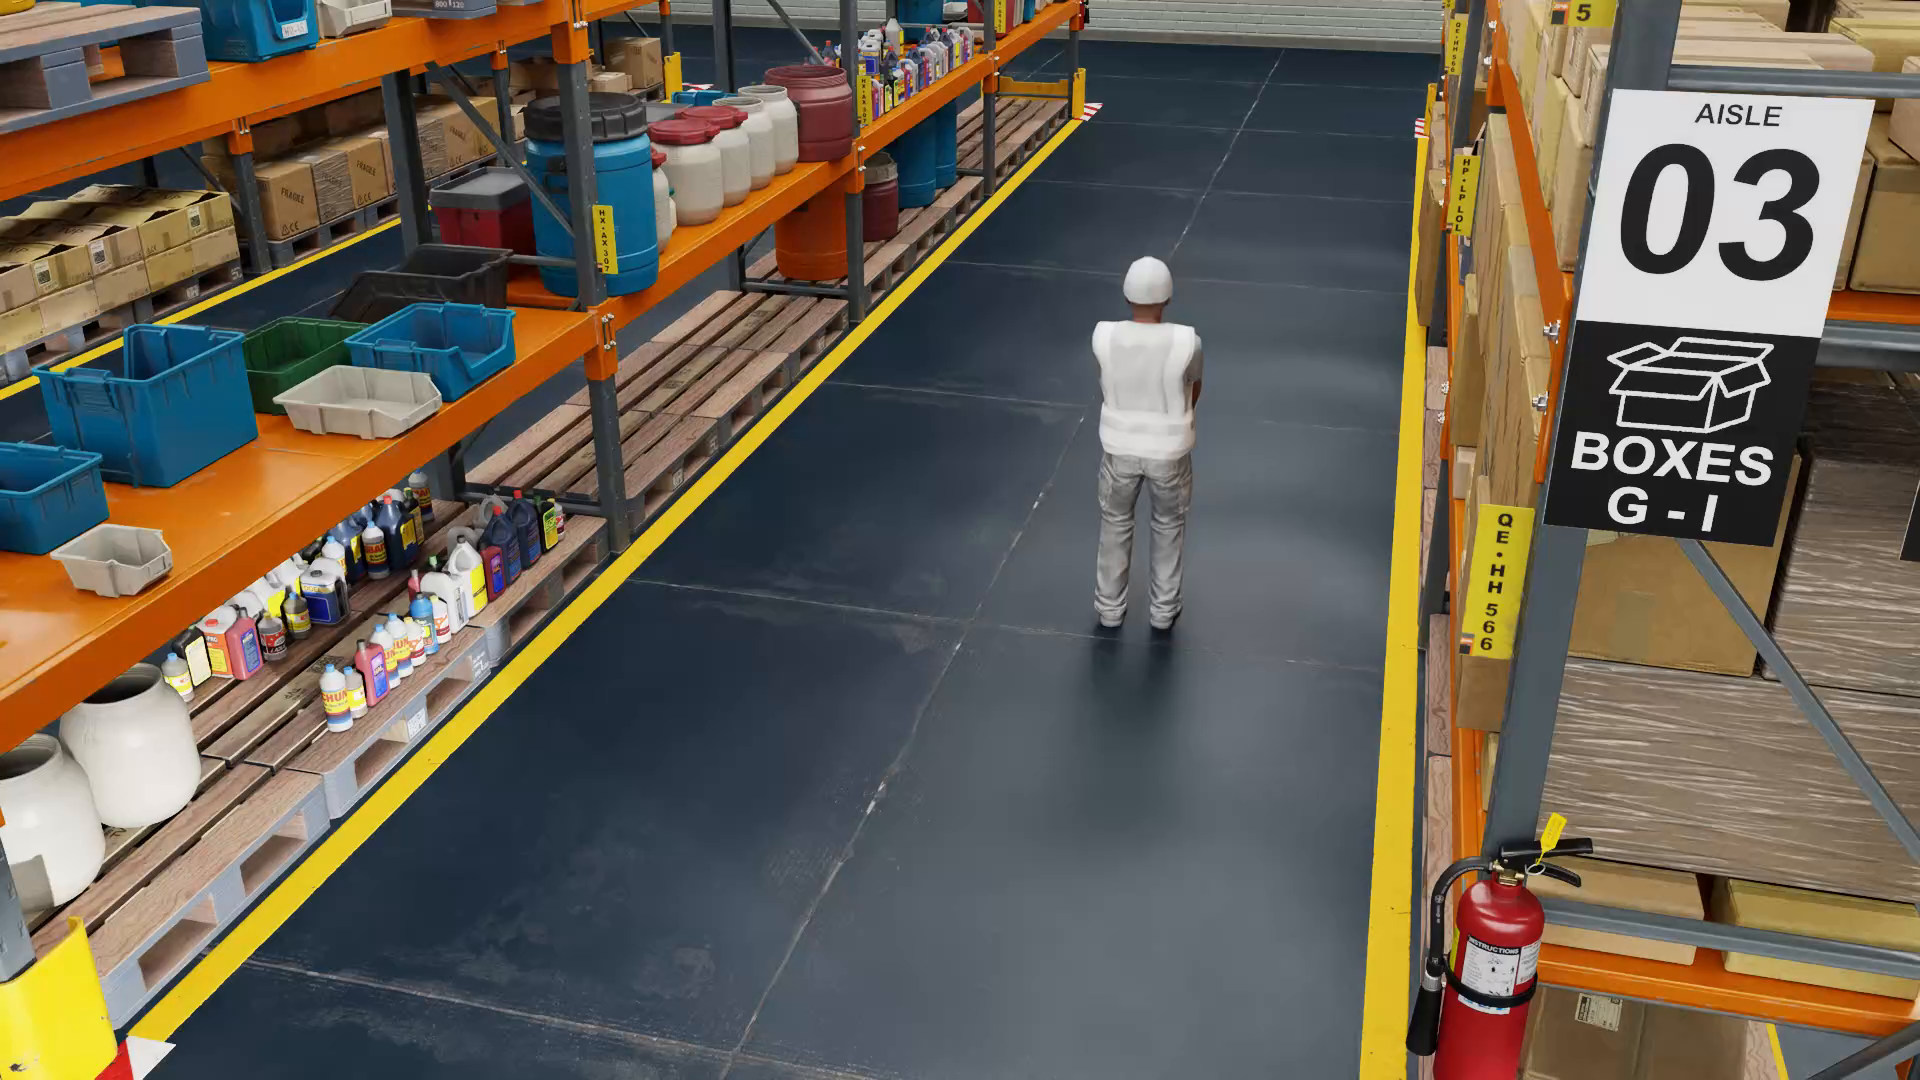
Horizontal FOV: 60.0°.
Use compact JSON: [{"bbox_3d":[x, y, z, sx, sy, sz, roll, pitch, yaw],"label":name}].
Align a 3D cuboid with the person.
[{"bbox_3d":[0.851,-0.458,7.571,0.487,1.778,0.575,6,26,13],"label":"person"}]
